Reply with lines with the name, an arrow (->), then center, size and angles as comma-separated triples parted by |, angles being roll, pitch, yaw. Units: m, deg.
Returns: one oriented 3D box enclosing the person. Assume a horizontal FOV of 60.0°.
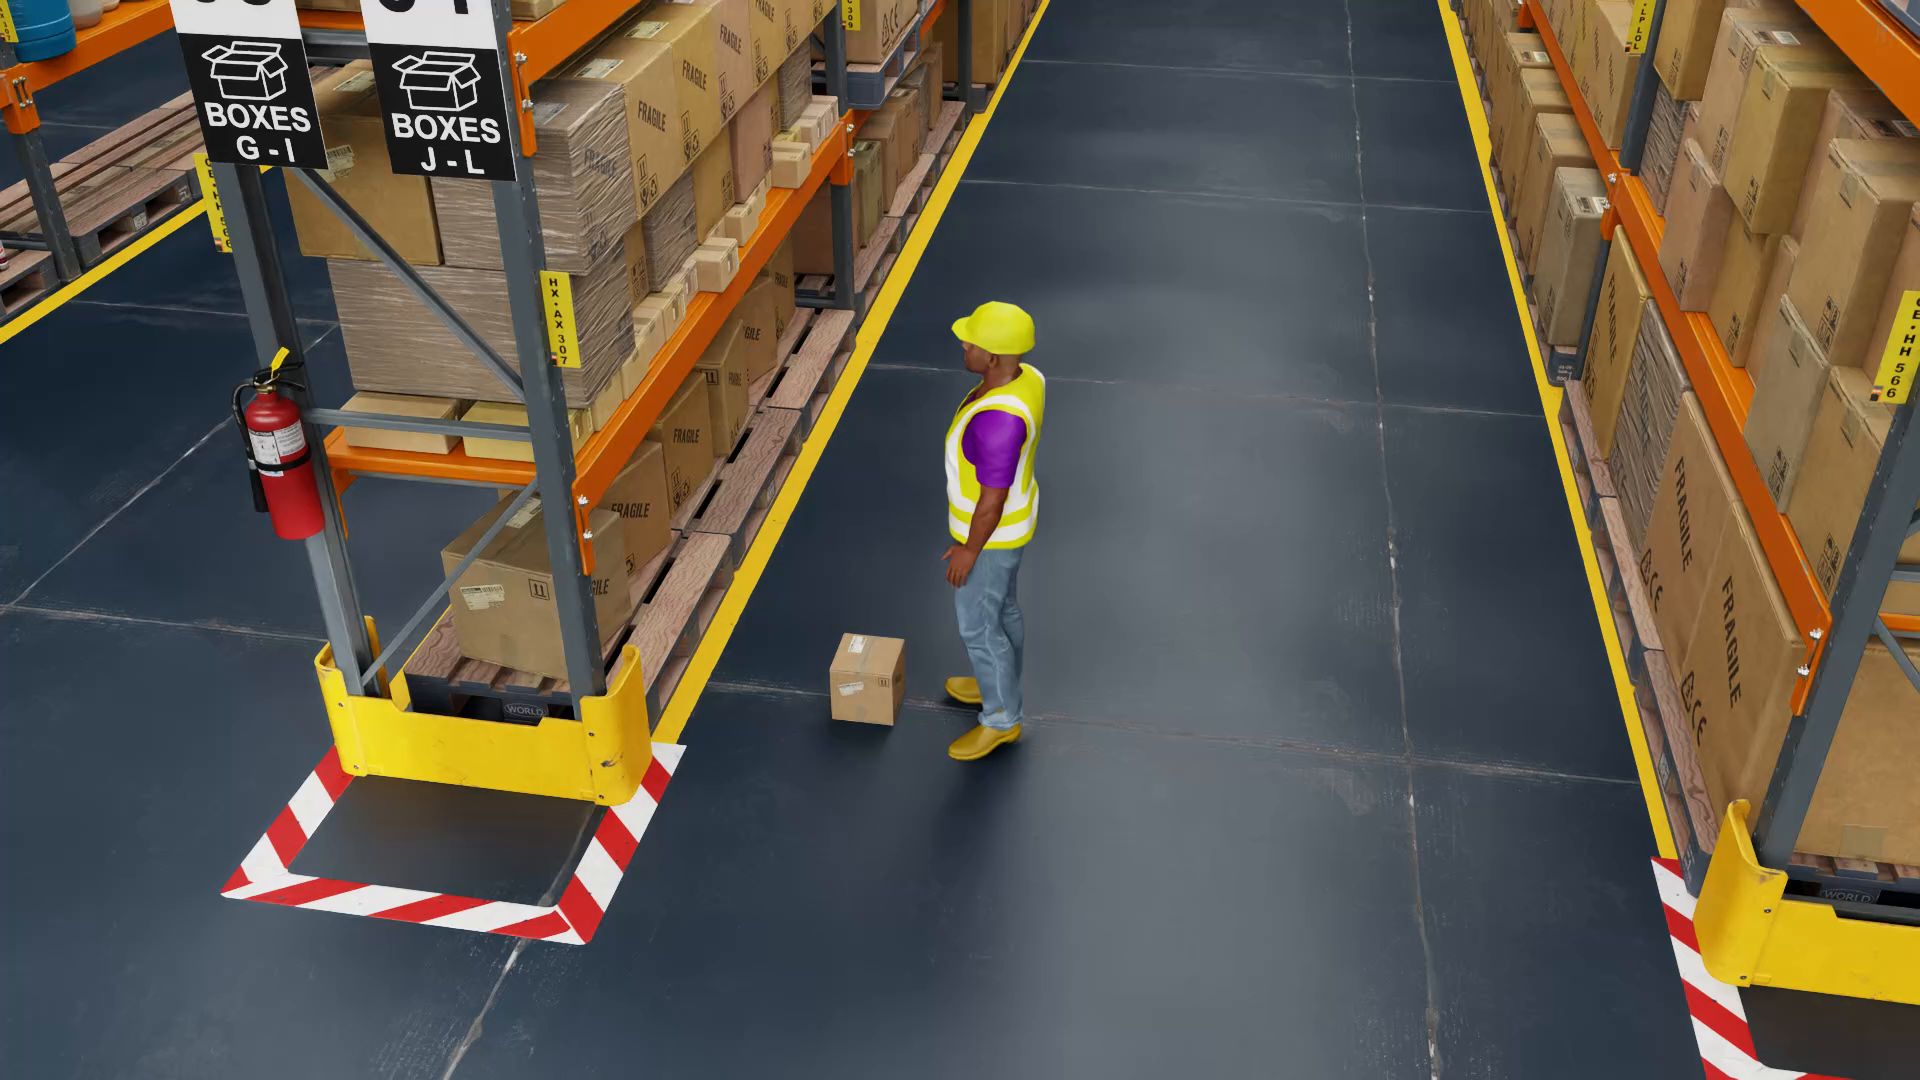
person -> 0.103, -0.050, 6.177 | 0.377, 1.792, 0.579 | 6, 33, 9
